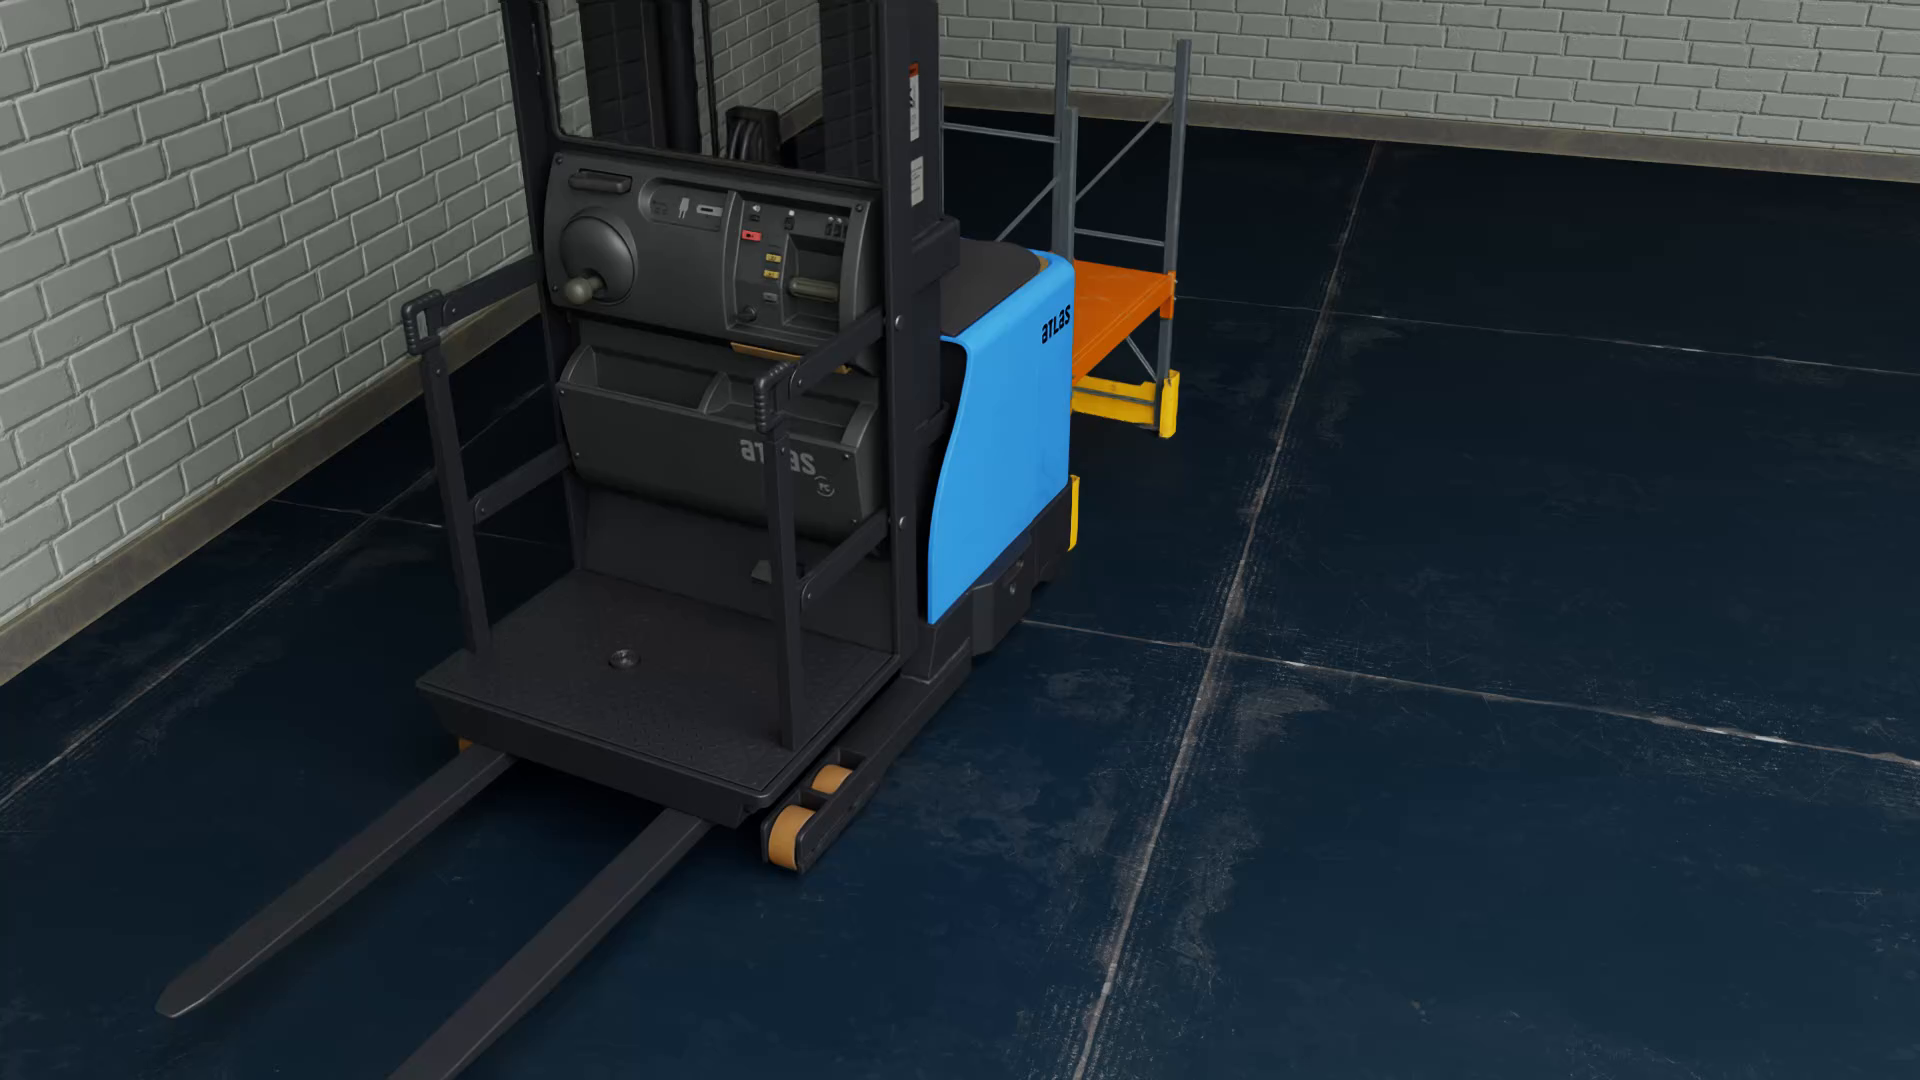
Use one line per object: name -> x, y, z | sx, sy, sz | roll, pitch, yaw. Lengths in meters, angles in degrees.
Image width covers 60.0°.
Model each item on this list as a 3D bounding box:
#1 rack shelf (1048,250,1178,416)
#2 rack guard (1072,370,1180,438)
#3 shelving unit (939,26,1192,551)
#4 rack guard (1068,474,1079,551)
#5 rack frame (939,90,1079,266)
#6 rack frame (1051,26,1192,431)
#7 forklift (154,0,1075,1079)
rack shelf -> 0.352, -0.759, 5.942 | 0.538, 0.185, 1.000 | 14, 32, 23
rack guard -> 0.569, -0.584, 6.542 | 0.587, 0.250, 0.087 | 14, 32, 23
shelving unit -> 0.348, -0.913, 5.848 | 0.587, 1.500, 1.083 | 14, 32, 23
rack guard -> 0.128, -0.150, 5.762 | 0.587, 0.250, 0.087 | 14, 32, 23
rack frame -> 0.127, -0.695, 5.457 | 0.500, 1.500, 0.032 | 14, 32, 23
rack frame -> 0.578, -1.138, 6.253 | 0.500, 1.500, 0.032 | 14, 32, 23
forklift -> -0.735, -0.683, 3.963 | 1.130, 2.935, 3.031 | 14, 32, 23
